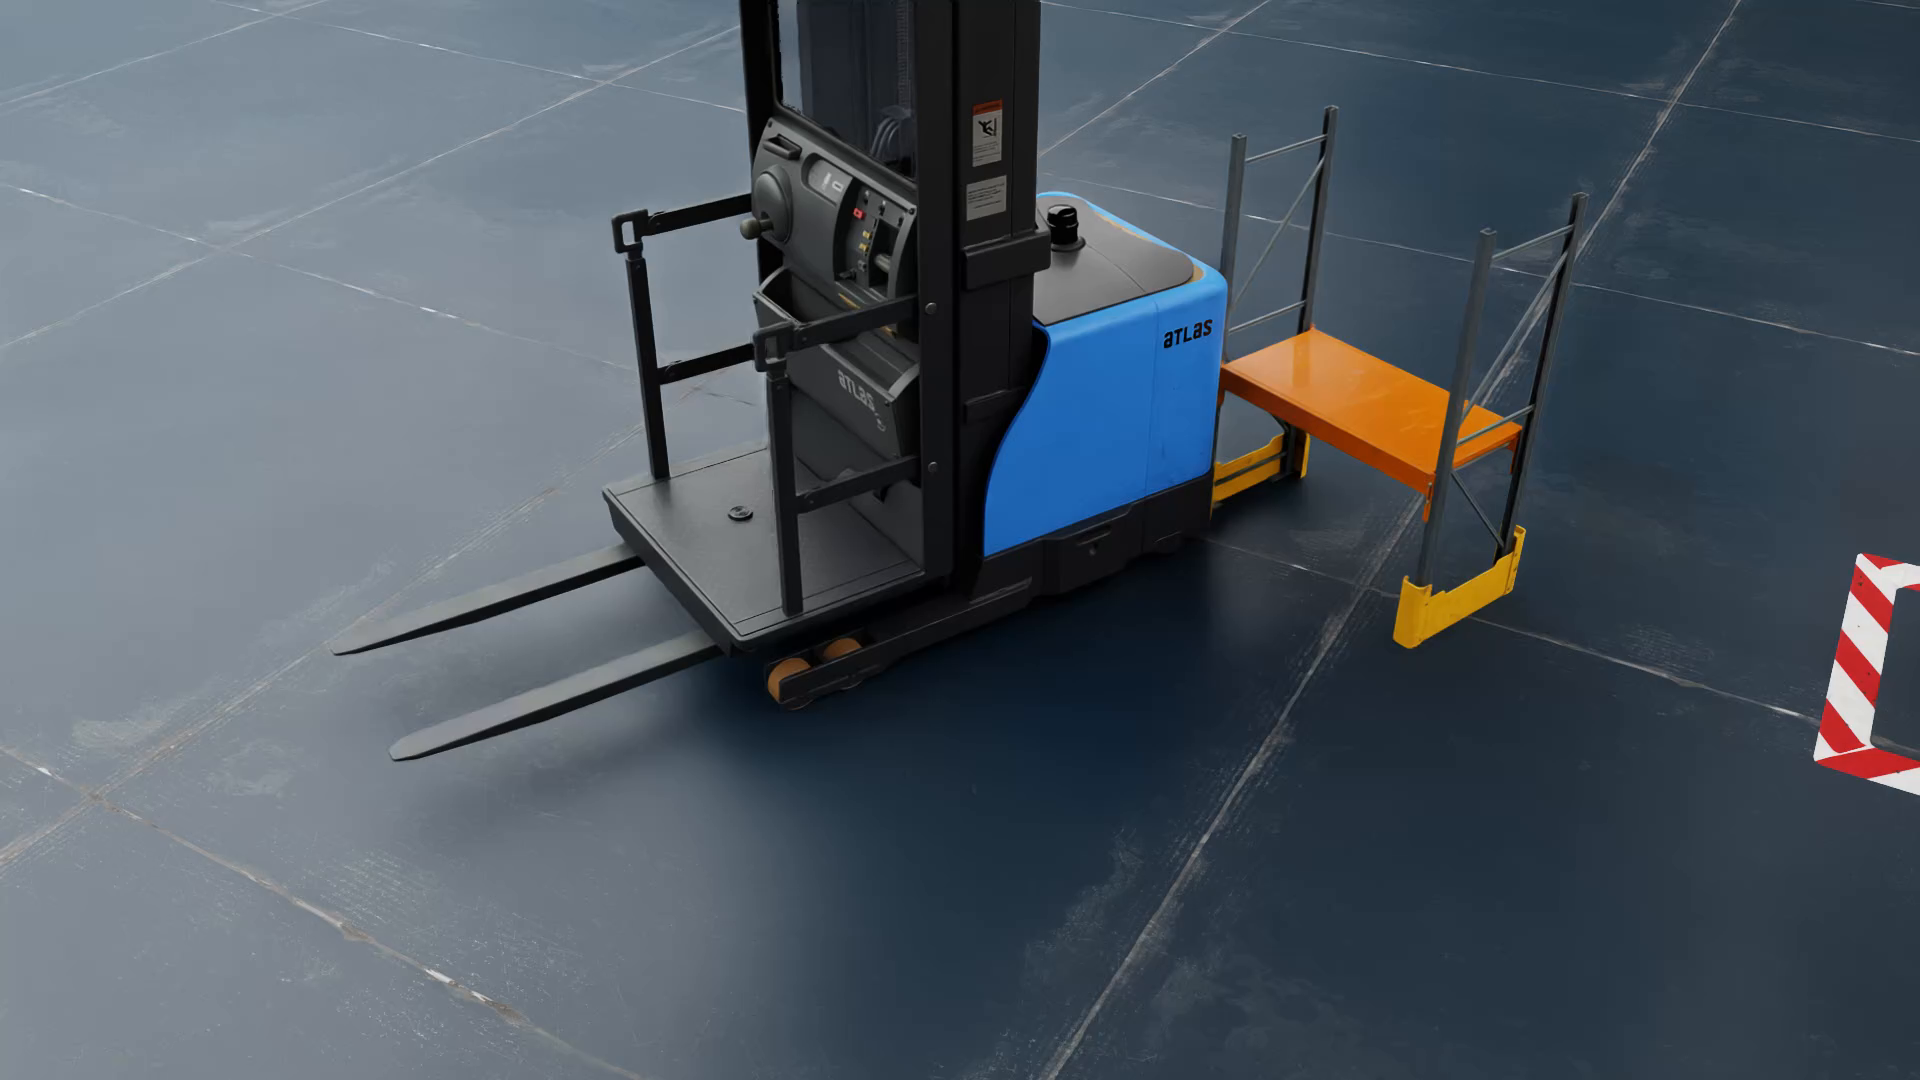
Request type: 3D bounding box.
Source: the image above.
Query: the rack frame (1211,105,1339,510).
[{"bbox_3d":[1.120,-0.812,6.116,0.500,1.500,0.032,-23,40,-31],"label":"rack frame"}]

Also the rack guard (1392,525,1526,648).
[{"bbox_3d":[1.742,0.153,5.794,0.587,0.250,0.087,-23,40,-31],"label":"rack guard"}]

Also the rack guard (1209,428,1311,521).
[{"bbox_3d":[1.132,-0.283,6.450,0.587,0.250,0.087,-23,40,-31],"label":"rack guard"}]

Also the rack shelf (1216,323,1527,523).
[{"bbox_3d":[1.431,-0.439,5.881,0.538,0.185,1.000,-23,40,-31],"label":"rack shelf"}]

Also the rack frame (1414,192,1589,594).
[{"bbox_3d":[1.743,-0.366,5.447,0.500,1.500,0.032,-23,40,-31],"label":"rack frame"}]

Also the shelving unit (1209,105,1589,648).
[{"bbox_3d":[1.437,-0.585,5.776,0.587,1.500,1.083,-23,40,-31],"label":"shelving unit"}]

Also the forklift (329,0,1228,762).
[{"bbox_3d":[-0.579,-1.002,5.110,3.031,2.935,1.130,-20,39,-27],"label":"forklift"}]
